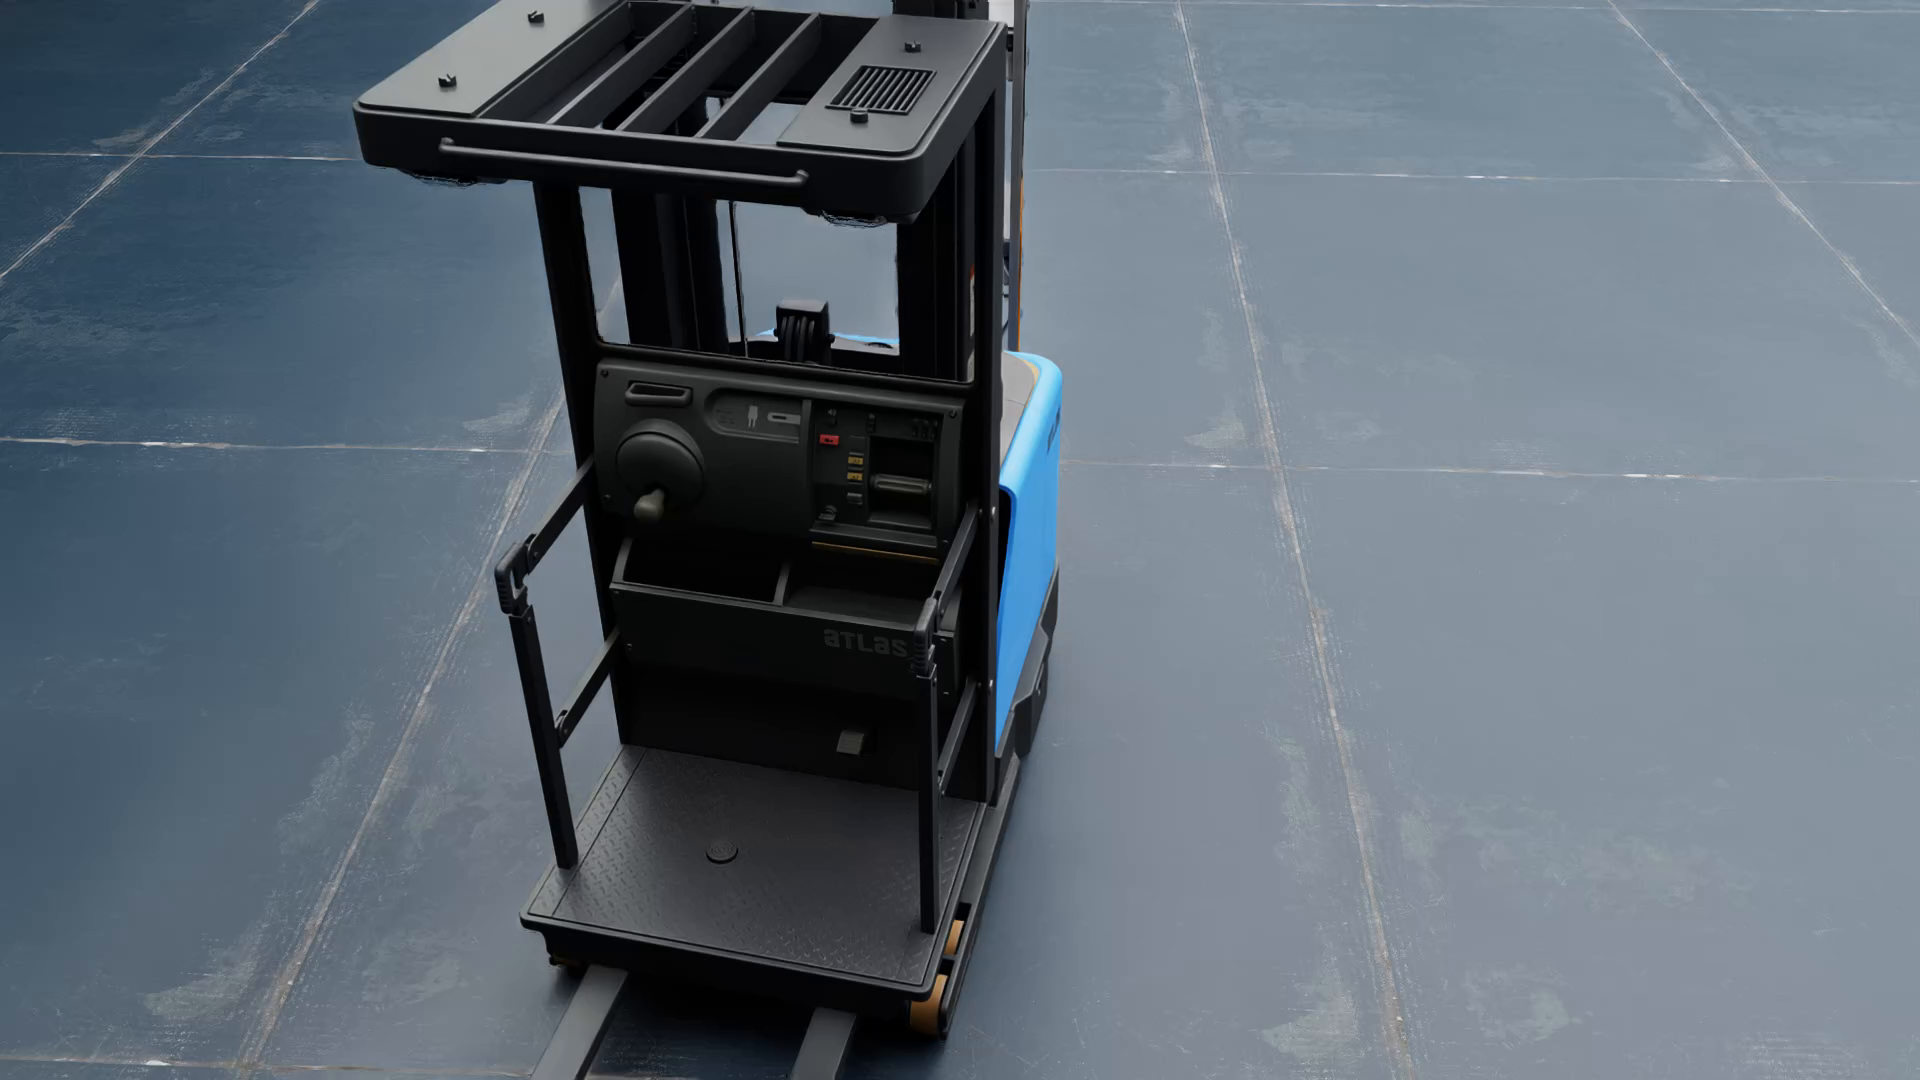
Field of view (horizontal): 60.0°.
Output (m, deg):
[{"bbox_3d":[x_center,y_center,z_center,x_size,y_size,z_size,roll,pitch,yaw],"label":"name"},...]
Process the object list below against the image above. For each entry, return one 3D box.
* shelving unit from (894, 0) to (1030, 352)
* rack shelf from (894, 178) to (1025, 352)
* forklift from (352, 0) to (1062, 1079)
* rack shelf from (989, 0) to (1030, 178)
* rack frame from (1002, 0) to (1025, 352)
[{"bbox_3d":[0.007,-0.954,5.782,0.431,2.100,0.503,1,35,2],"label":"shelving unit"},{"bbox_3d":[0.007,-0.943,5.789,0.431,0.518,0.480,1,35,2],"label":"rack shelf"},{"bbox_3d":[-0.499,-0.136,3.895,1.130,2.935,3.031,8,36,11],"label":"forklift"},{"bbox_3d":[0.007,-1.516,5.387,0.431,0.518,0.480,1,35,2],"label":"rack shelf"},{"bbox_3d":[-0.003,-0.814,5.582,0.400,2.100,0.015,1,35,2],"label":"rack frame"}]
